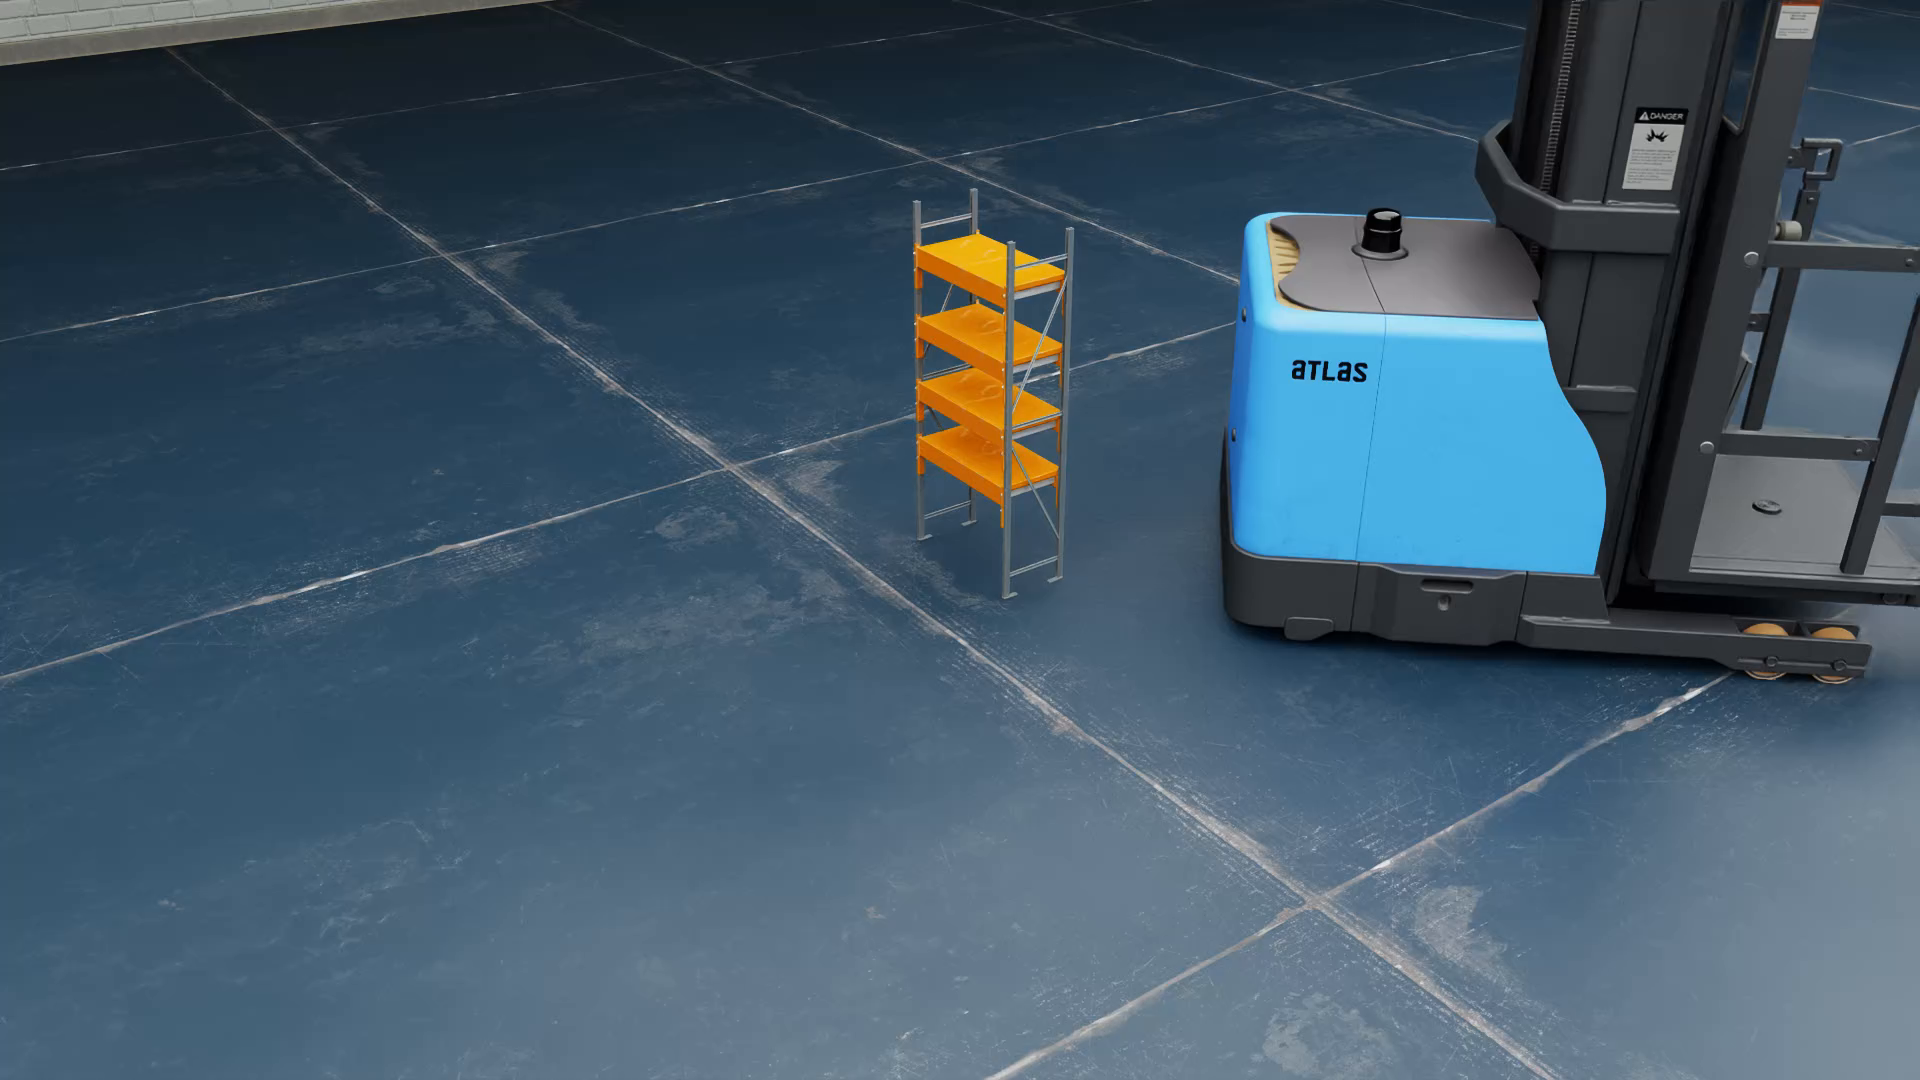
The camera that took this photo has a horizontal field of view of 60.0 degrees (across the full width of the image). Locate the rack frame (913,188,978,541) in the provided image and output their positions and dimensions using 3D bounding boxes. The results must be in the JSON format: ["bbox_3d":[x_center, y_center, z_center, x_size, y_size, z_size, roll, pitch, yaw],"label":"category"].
[{"bbox_3d":[-0.046,-0.558,5.520,0.240,1.200,0.015,-19,34,-31],"label":"rack frame"}]

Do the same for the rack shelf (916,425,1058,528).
[{"bbox_3d":[0.096,-0.229,5.472,0.258,0.148,0.480,-19,34,-31],"label":"rack shelf"}]

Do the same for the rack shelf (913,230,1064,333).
[{"bbox_3d":[0.096,-0.808,5.158,0.258,0.148,0.480,-19,34,-31],"label":"rack shelf"}]

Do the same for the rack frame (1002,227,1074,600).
[{"bbox_3d":[0.238,-0.368,5.170,0.240,1.200,0.015,-19,34,-31],"label":"rack frame"}]

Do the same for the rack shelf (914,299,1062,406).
[{"bbox_3d":[0.096,-0.600,5.271,0.258,0.148,0.480,-19,34,-31],"label":"rack shelf"}]

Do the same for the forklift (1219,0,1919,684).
[{"bbox_3d":[2.382,-1.128,4.756,3.031,2.935,1.130,3,29,6],"label":"forklift"}]

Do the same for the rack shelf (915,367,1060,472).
[{"bbox_3d":[0.096,-0.404,5.377,0.258,0.148,0.480,-19,34,-31],"label":"rack shelf"}]

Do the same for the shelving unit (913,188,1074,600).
[{"bbox_3d":[0.096,-0.463,5.345,0.258,1.200,0.503,-19,34,-31],"label":"shelving unit"}]
